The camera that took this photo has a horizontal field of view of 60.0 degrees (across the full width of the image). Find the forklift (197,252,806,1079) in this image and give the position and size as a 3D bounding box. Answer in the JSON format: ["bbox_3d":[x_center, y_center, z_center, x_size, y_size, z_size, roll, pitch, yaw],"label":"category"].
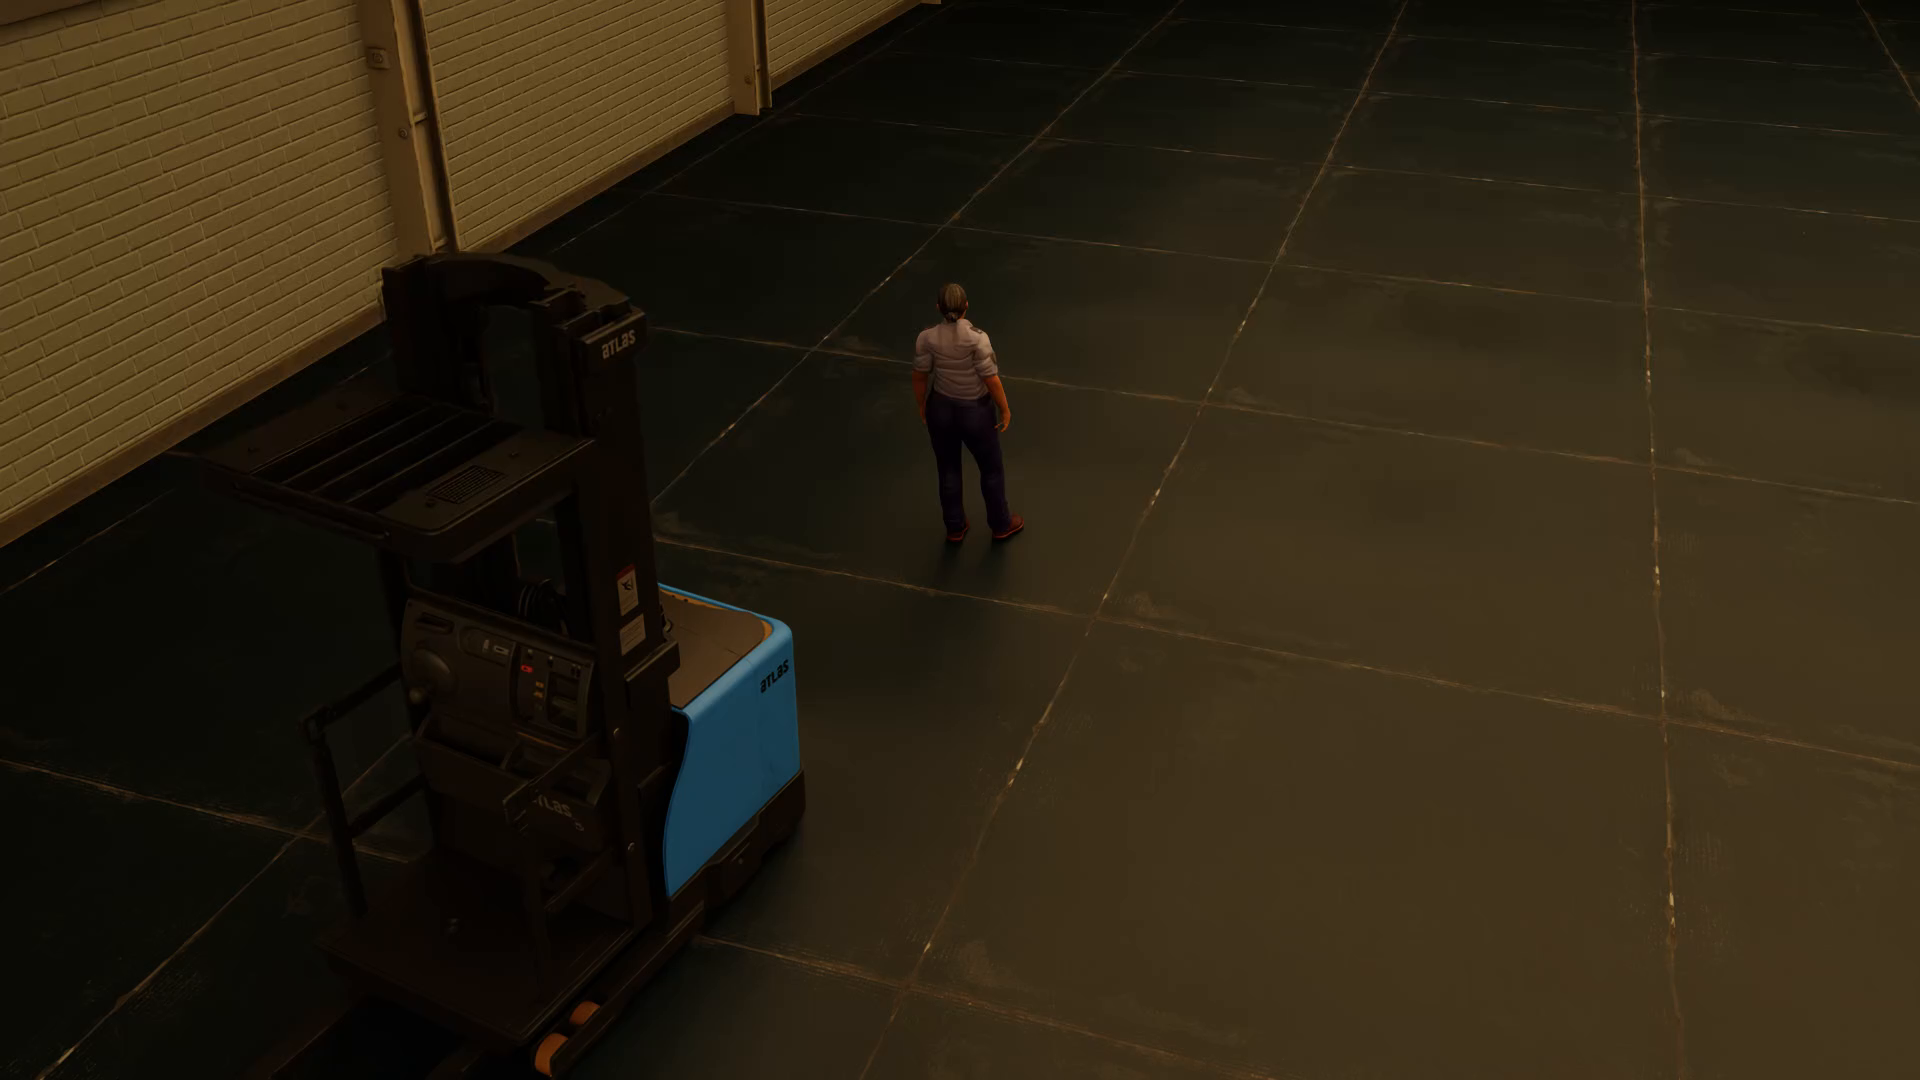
[{"bbox_3d":[-1.867,0.551,6.170,1.130,2.935,3.031,15,33,25],"label":"forklift"}]

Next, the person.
[{"bbox_3d":[0.051,-0.761,9.751,0.598,1.651,0.503,10,31,16],"label":"person"}]
